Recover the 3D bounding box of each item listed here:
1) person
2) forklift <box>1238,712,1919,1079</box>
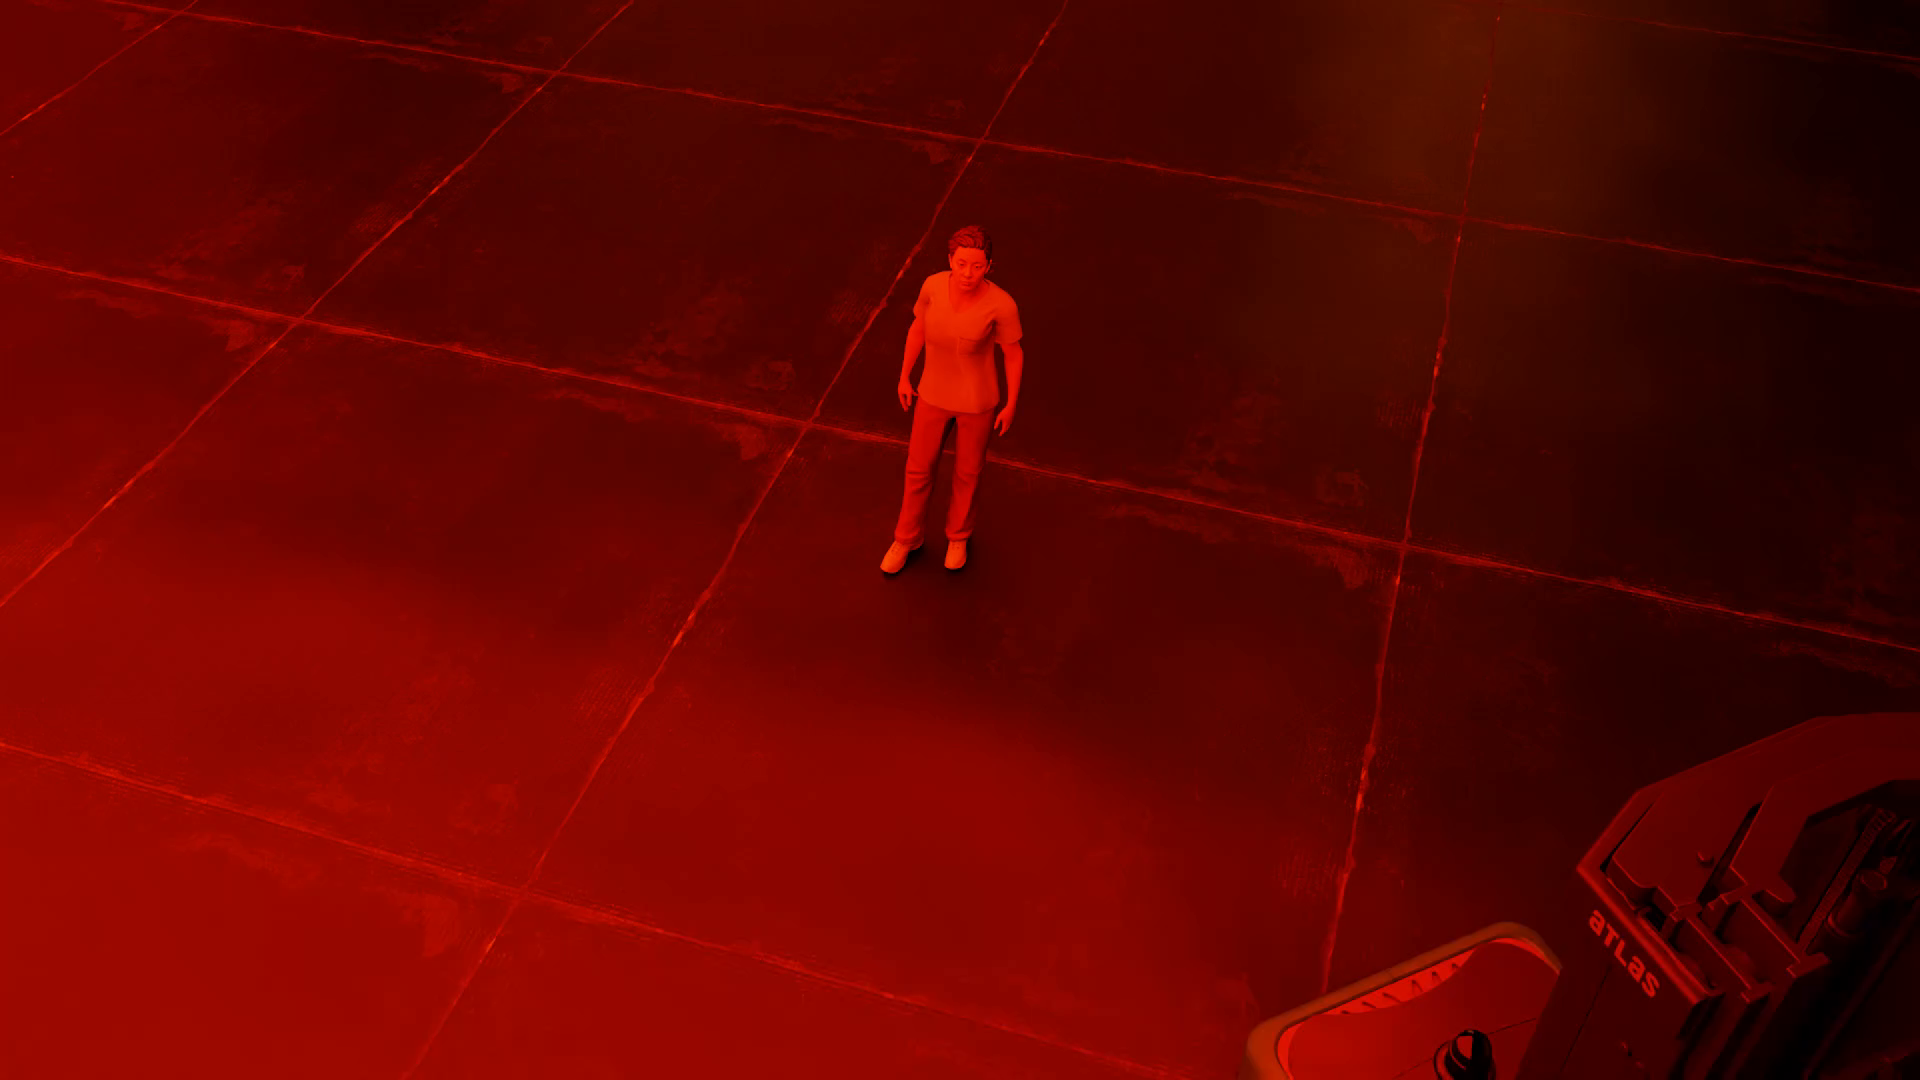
[{"bbox_3d":[-0.033,-0.573,7.216,0.554,1.673,0.548,12,44,13],"label":"person"},{"bbox_3d":[1.863,1.902,3.645,1.130,2.935,3.031,-17,46,-17],"label":"forklift"}]
